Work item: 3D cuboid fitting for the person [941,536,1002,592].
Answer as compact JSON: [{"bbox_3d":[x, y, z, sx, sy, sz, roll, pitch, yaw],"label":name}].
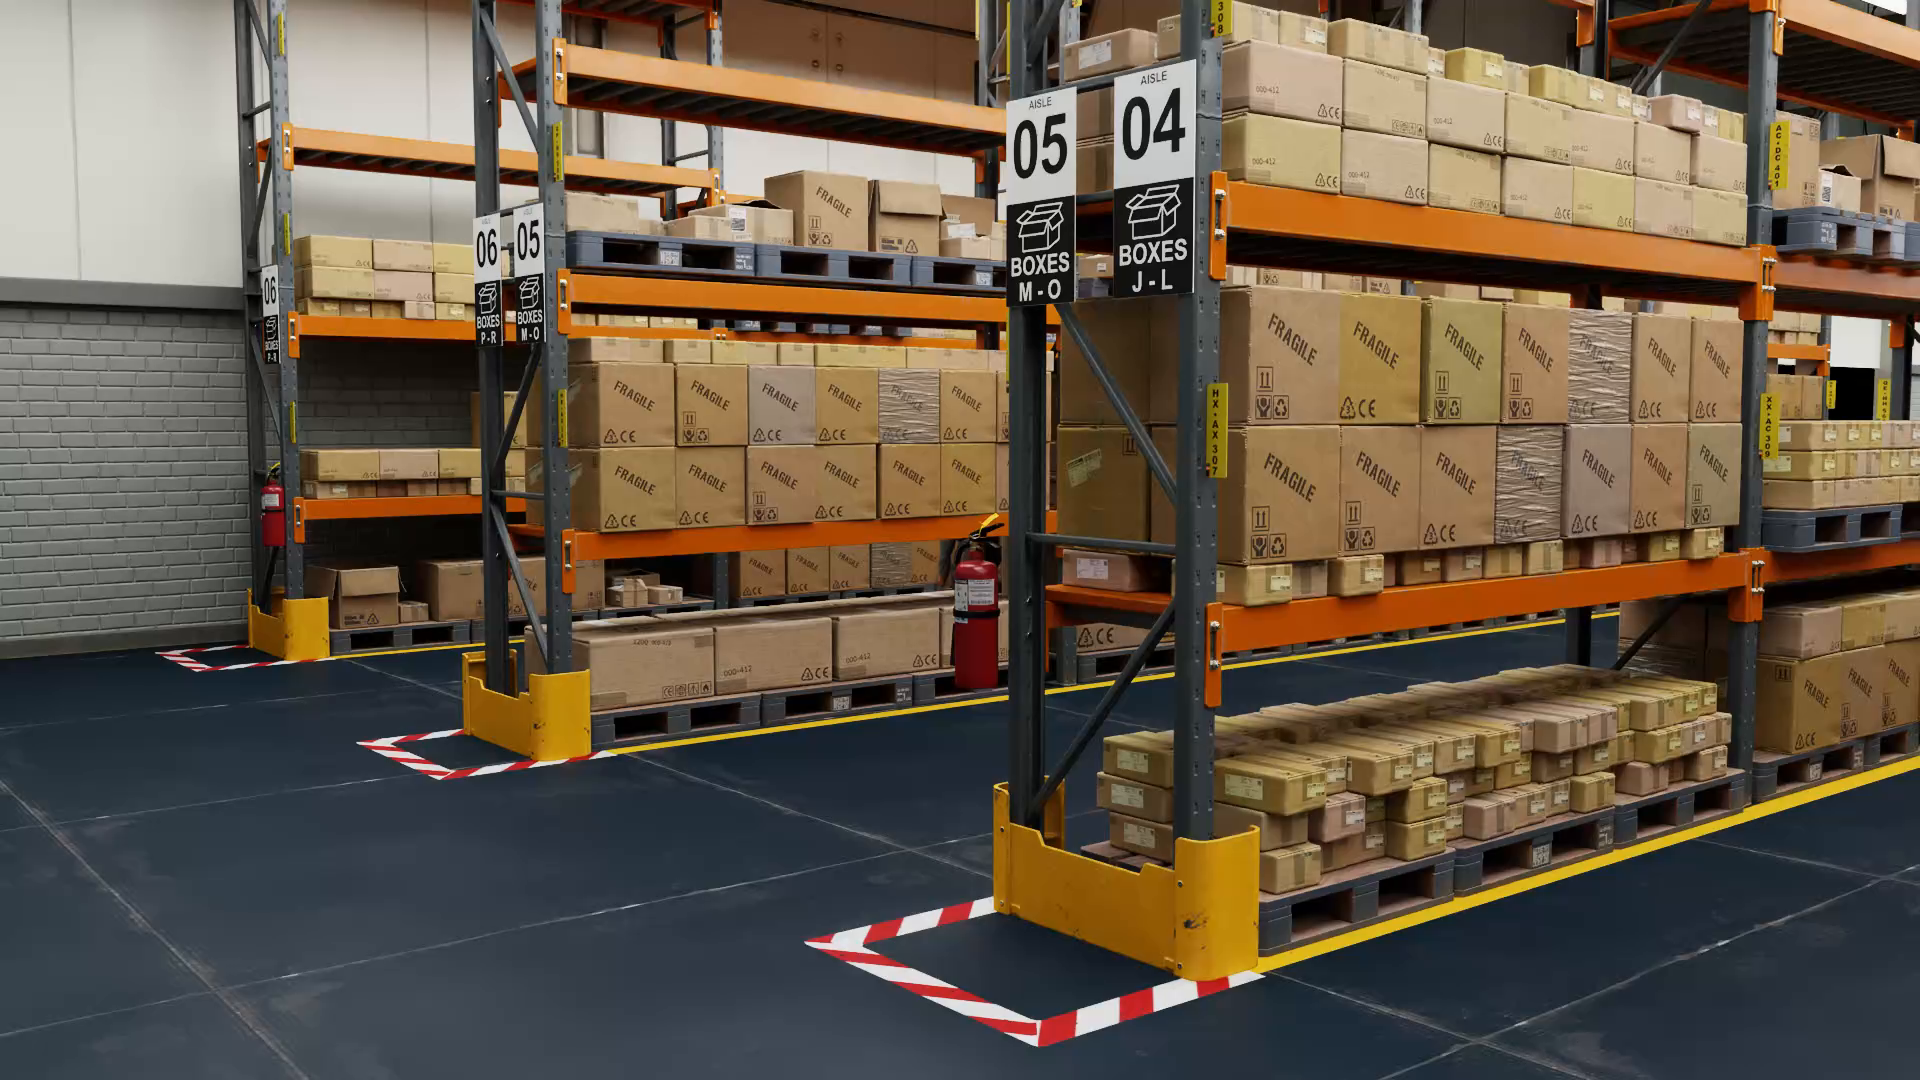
[{"bbox_3d":[0.095,0.153,16.321,0.468,1.244,0.897,-4,6,-41],"label":"person"}]
